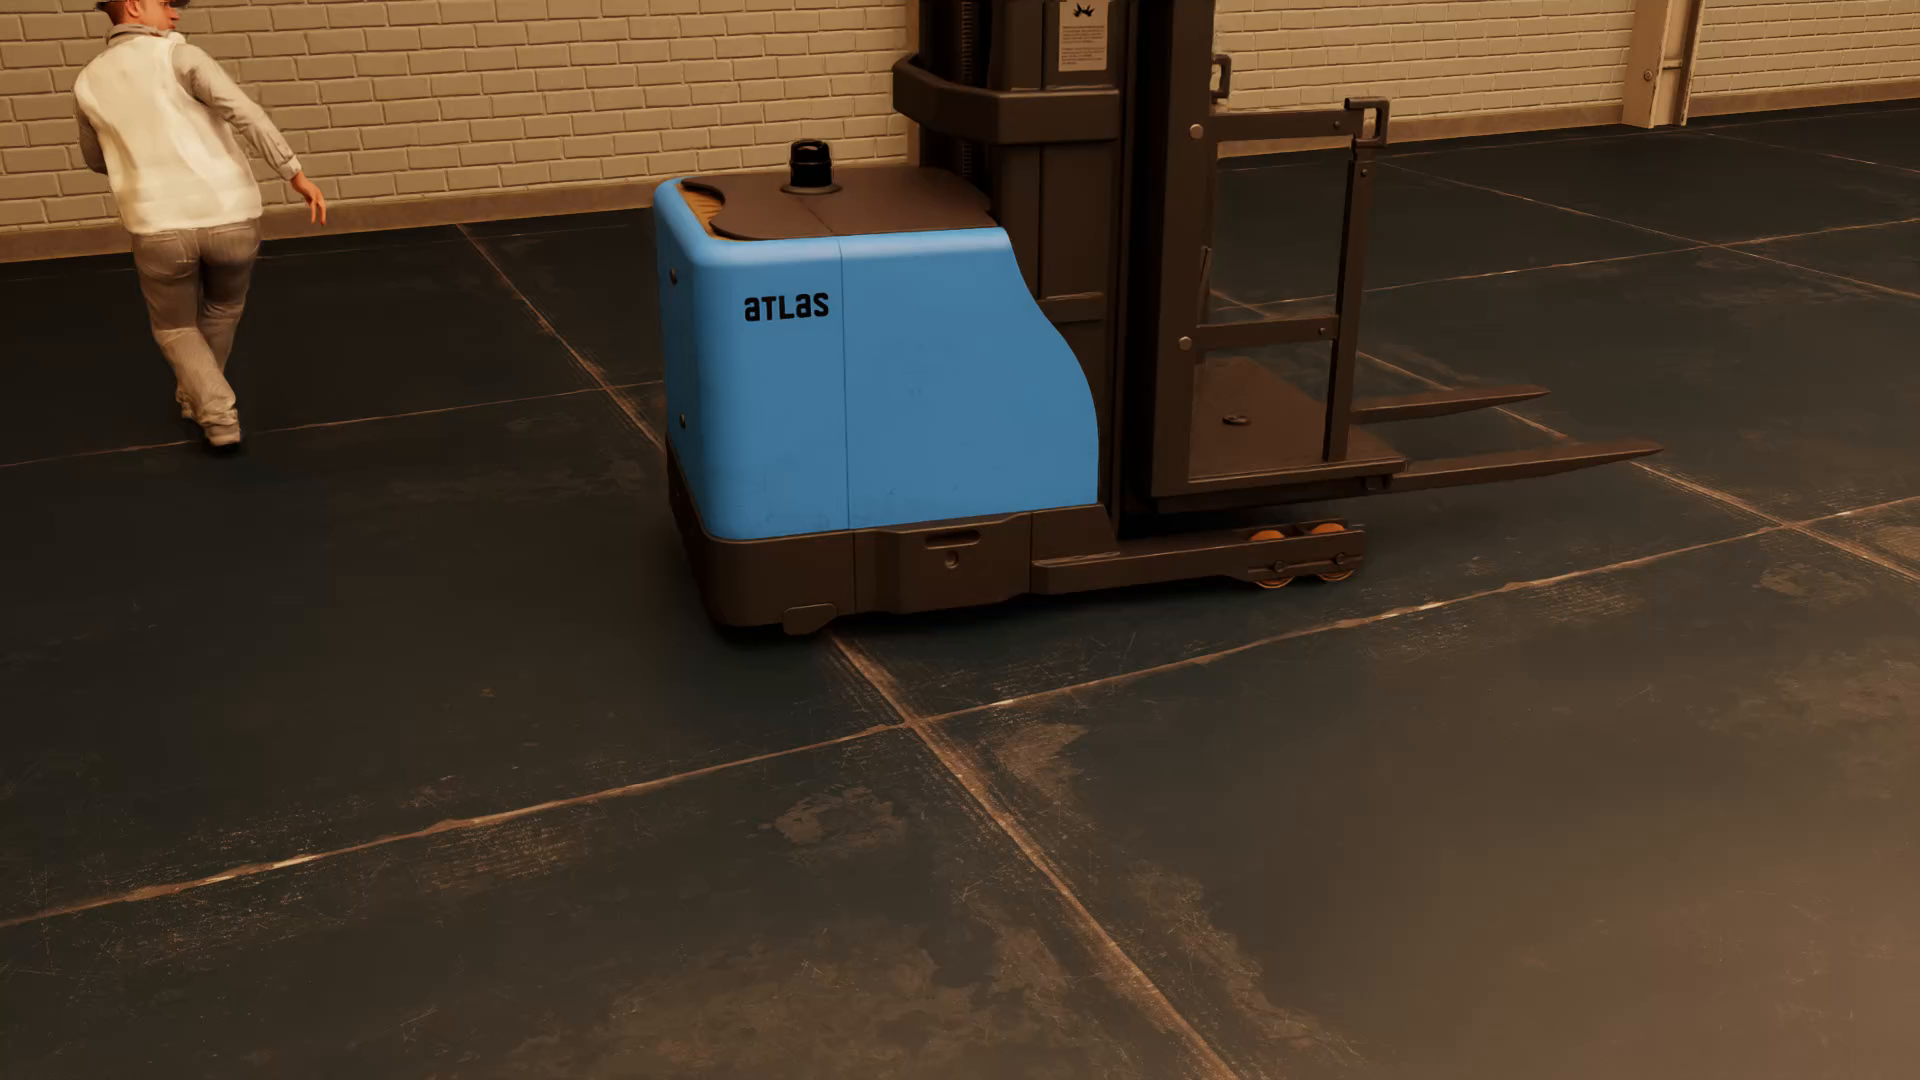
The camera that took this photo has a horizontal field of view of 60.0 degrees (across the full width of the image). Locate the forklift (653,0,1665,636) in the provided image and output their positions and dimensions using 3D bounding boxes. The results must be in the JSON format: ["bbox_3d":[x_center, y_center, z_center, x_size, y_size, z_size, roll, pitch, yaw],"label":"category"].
[{"bbox_3d":[0.670,-1.401,4.659,3.031,2.935,1.130,-6,23,-15],"label":"forklift"}]

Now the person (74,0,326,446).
[{"bbox_3d":[-2.627,-1.175,5.834,0.788,1.648,0.797,-7,23,-16],"label":"person"}]
